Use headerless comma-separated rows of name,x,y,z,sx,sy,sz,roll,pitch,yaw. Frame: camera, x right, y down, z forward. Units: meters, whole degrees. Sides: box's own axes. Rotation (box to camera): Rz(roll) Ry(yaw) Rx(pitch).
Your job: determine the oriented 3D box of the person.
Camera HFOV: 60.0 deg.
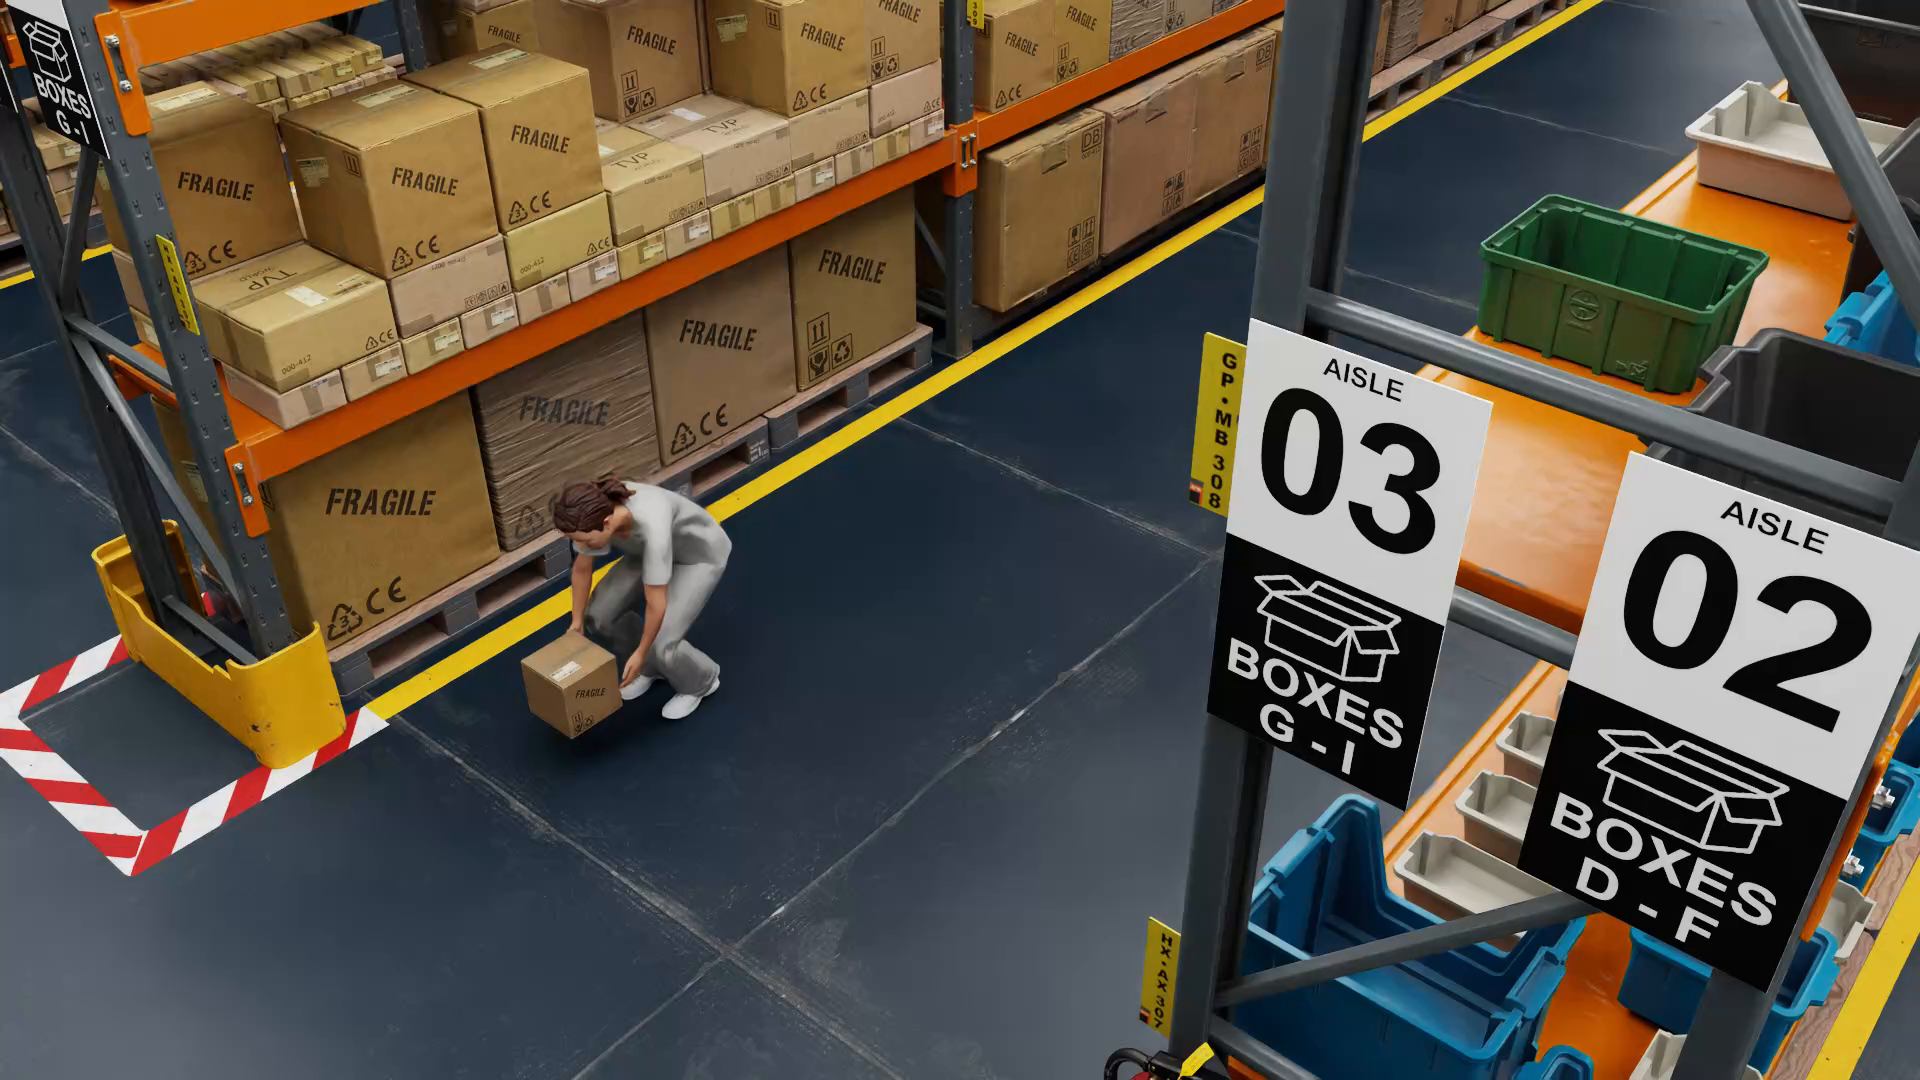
person,-1.183,0.173,6.344,0.492,1.167,0.733,26,42,32
